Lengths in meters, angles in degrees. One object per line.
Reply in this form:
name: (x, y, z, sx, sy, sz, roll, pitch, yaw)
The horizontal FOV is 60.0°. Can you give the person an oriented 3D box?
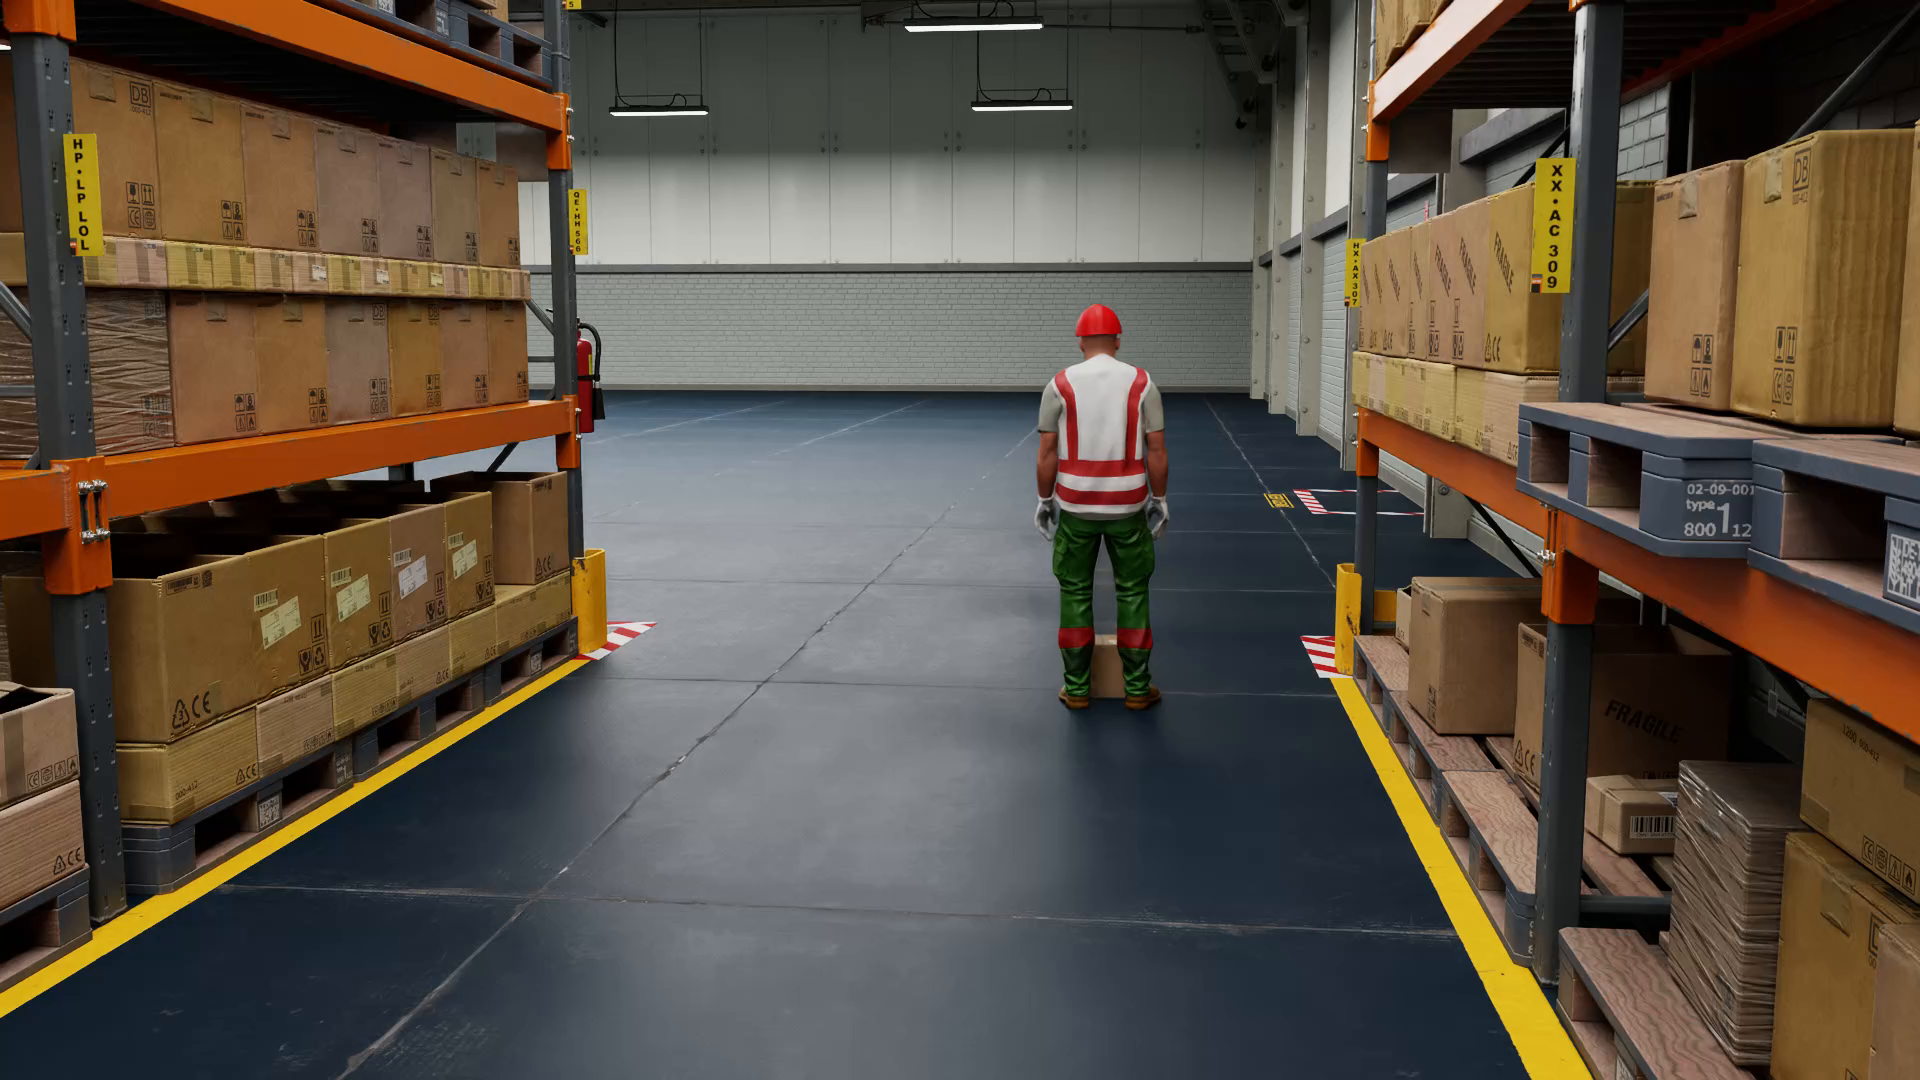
person: (0.627, -0.145, 7.337, 0.595, 1.778, 0.449, 1, 8, 4)
